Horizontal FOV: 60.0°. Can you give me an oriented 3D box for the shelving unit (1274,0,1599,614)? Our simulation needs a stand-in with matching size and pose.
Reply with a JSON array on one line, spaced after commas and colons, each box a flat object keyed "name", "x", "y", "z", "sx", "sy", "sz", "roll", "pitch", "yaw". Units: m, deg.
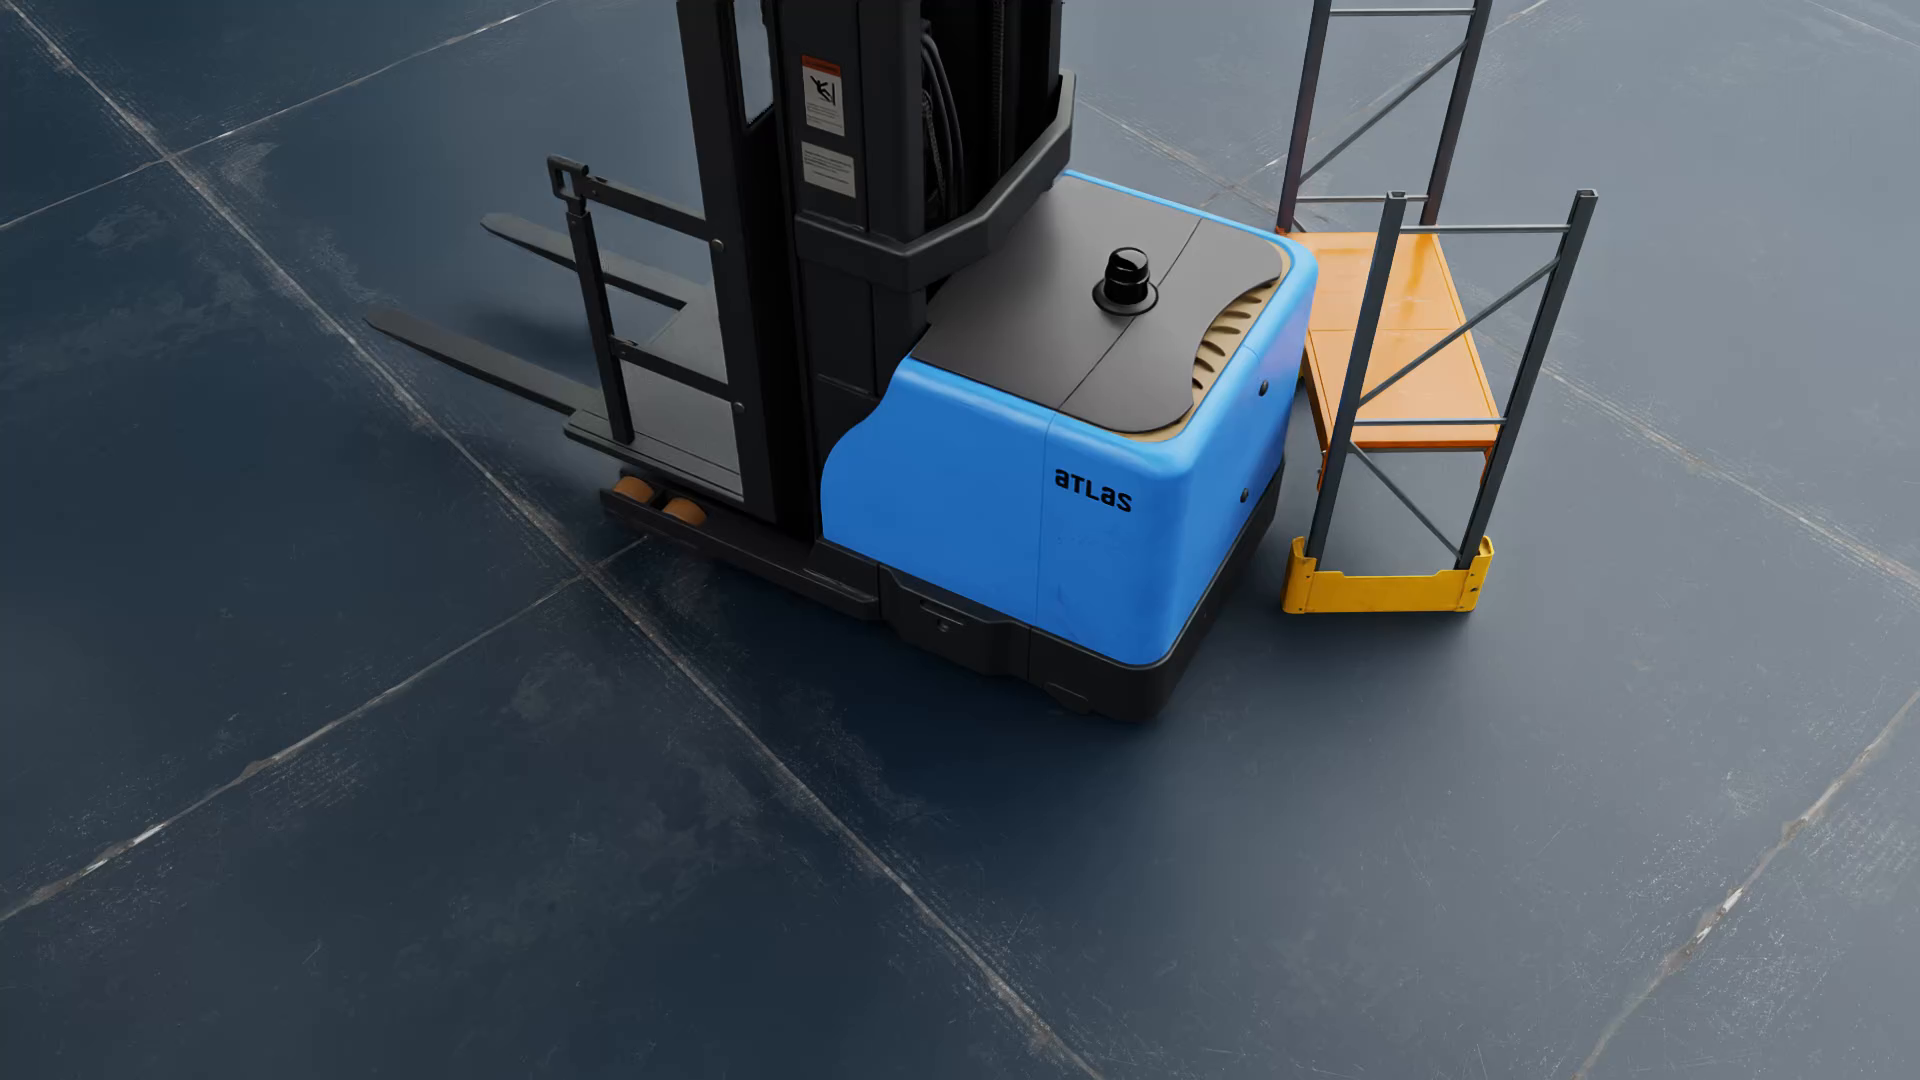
[{"name": "shelving unit", "x": 1.265, "y": -0.686, "z": 4.862, "sx": 0.587, "sy": 1.500, "sz": 1.083, "roll": -1, "pitch": 47, "yaw": -1}]

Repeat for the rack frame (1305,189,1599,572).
[{"name": "rack frame", "x": 1.273, "y": -0.319, "z": 4.524, "sx": 0.500, "sy": 1.500, "sz": 0.032, "roll": -1, "pitch": 47, "yaw": -1}]

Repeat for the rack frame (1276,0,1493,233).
[{"name": "rack frame", "x": 1.257, "y": -1.066, "z": 5.213, "sx": 0.500, "sy": 1.500, "sz": 0.032, "roll": -1, "pitch": 47, "yaw": -1}]

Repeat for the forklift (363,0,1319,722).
[{"name": "forklift", "x": -0.546, "y": -1.278, "z": 4.435, "sx": 3.031, "sy": 2.935, "sz": 1.130, "roll": 22, "pitch": 51, "yaw": 19}]

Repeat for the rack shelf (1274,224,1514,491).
[{"name": "rack shelf", "x": 1.265, "y": -0.570, "z": 5.001, "sx": 0.538, "sy": 0.185, "sz": 1.000, "roll": -1, "pitch": 47, "yaw": -1}]

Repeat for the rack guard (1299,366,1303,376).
[{"name": "rack guard", "x": 1.257, "y": -0.628, "z": 5.659, "sx": 0.587, "sy": 0.250, "sz": 0.087, "roll": -1, "pitch": 47, "yaw": -1}]

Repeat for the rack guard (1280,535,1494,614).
[{"name": "rack guard", "x": 1.273, "y": 0.104, "z": 4.984, "sx": 0.587, "sy": 0.250, "sz": 0.087, "roll": -1, "pitch": 47, "yaw": -1}]
